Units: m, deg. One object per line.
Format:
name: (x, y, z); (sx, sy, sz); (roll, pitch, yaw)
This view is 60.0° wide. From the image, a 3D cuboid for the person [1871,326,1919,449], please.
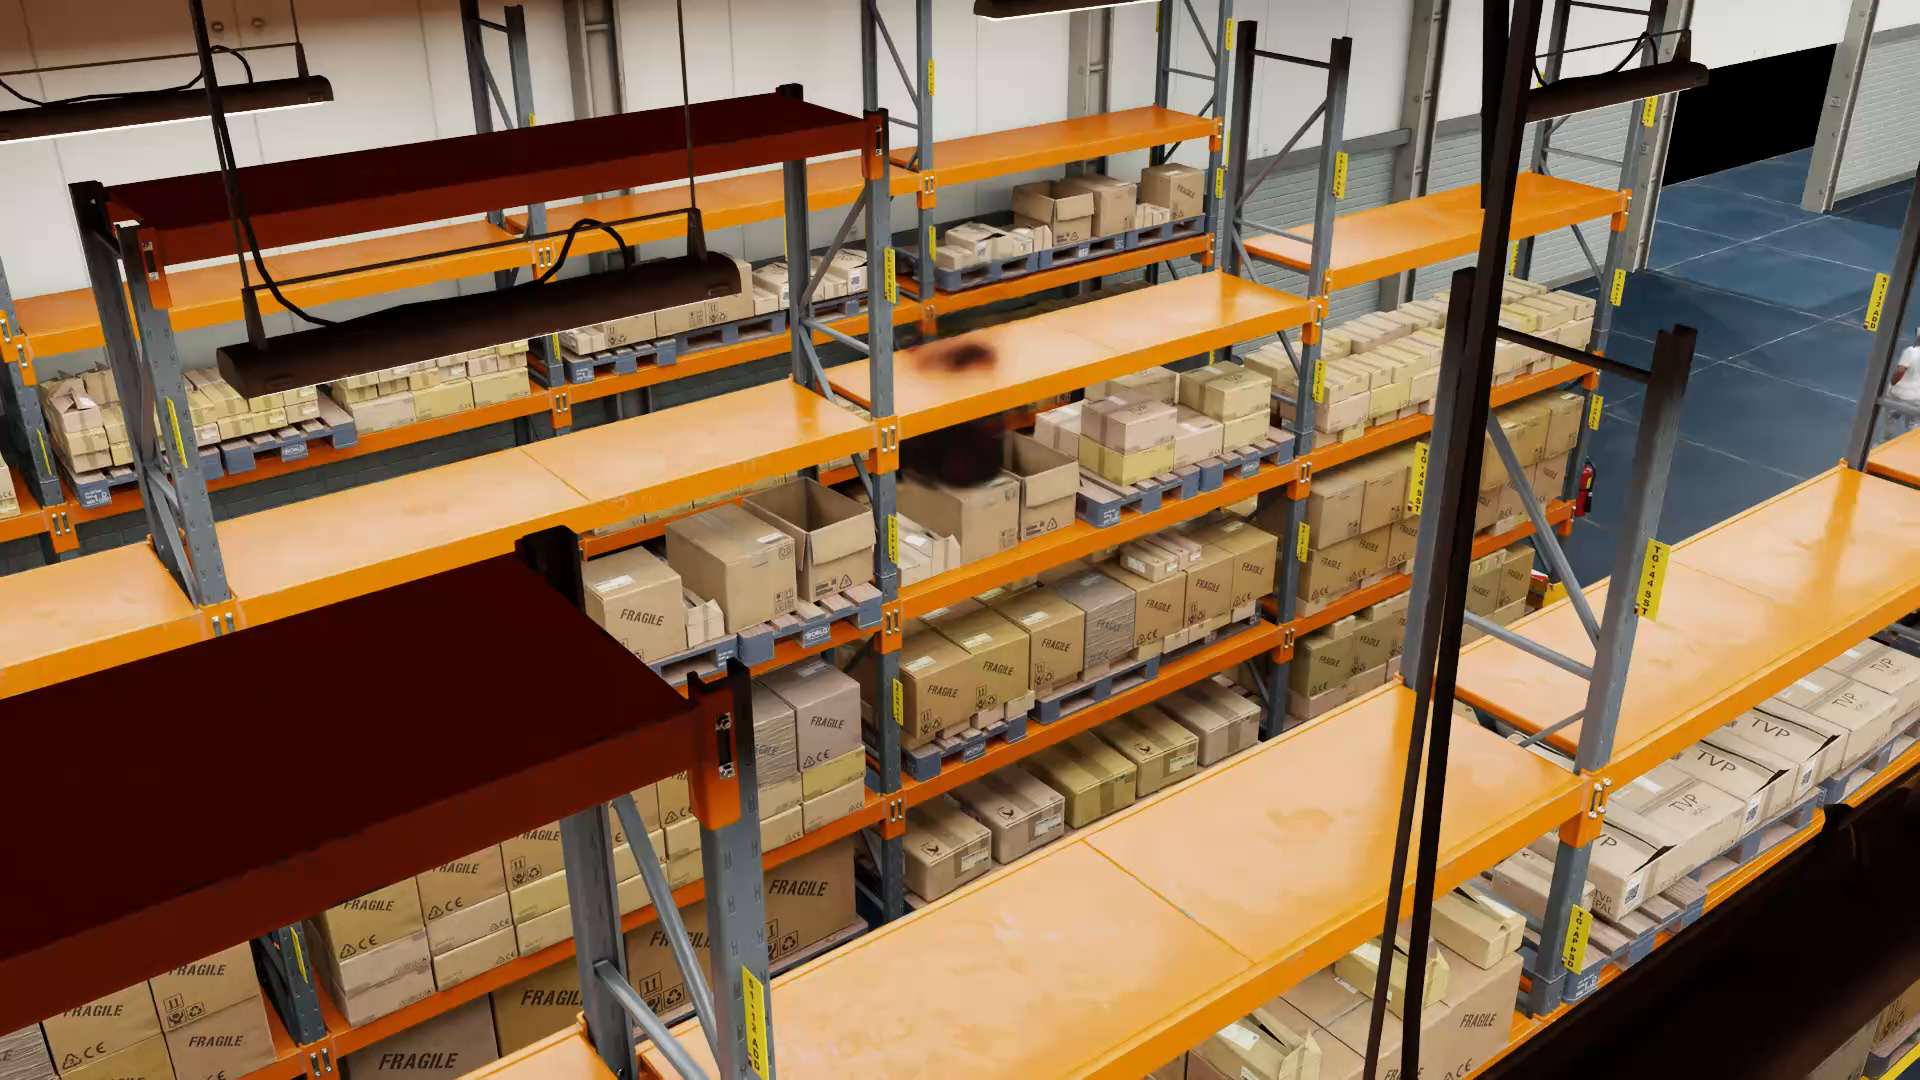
person: (11.158, -1.697, 19.492); (0.695, 1.761, 0.994); (2, 26, 5)
